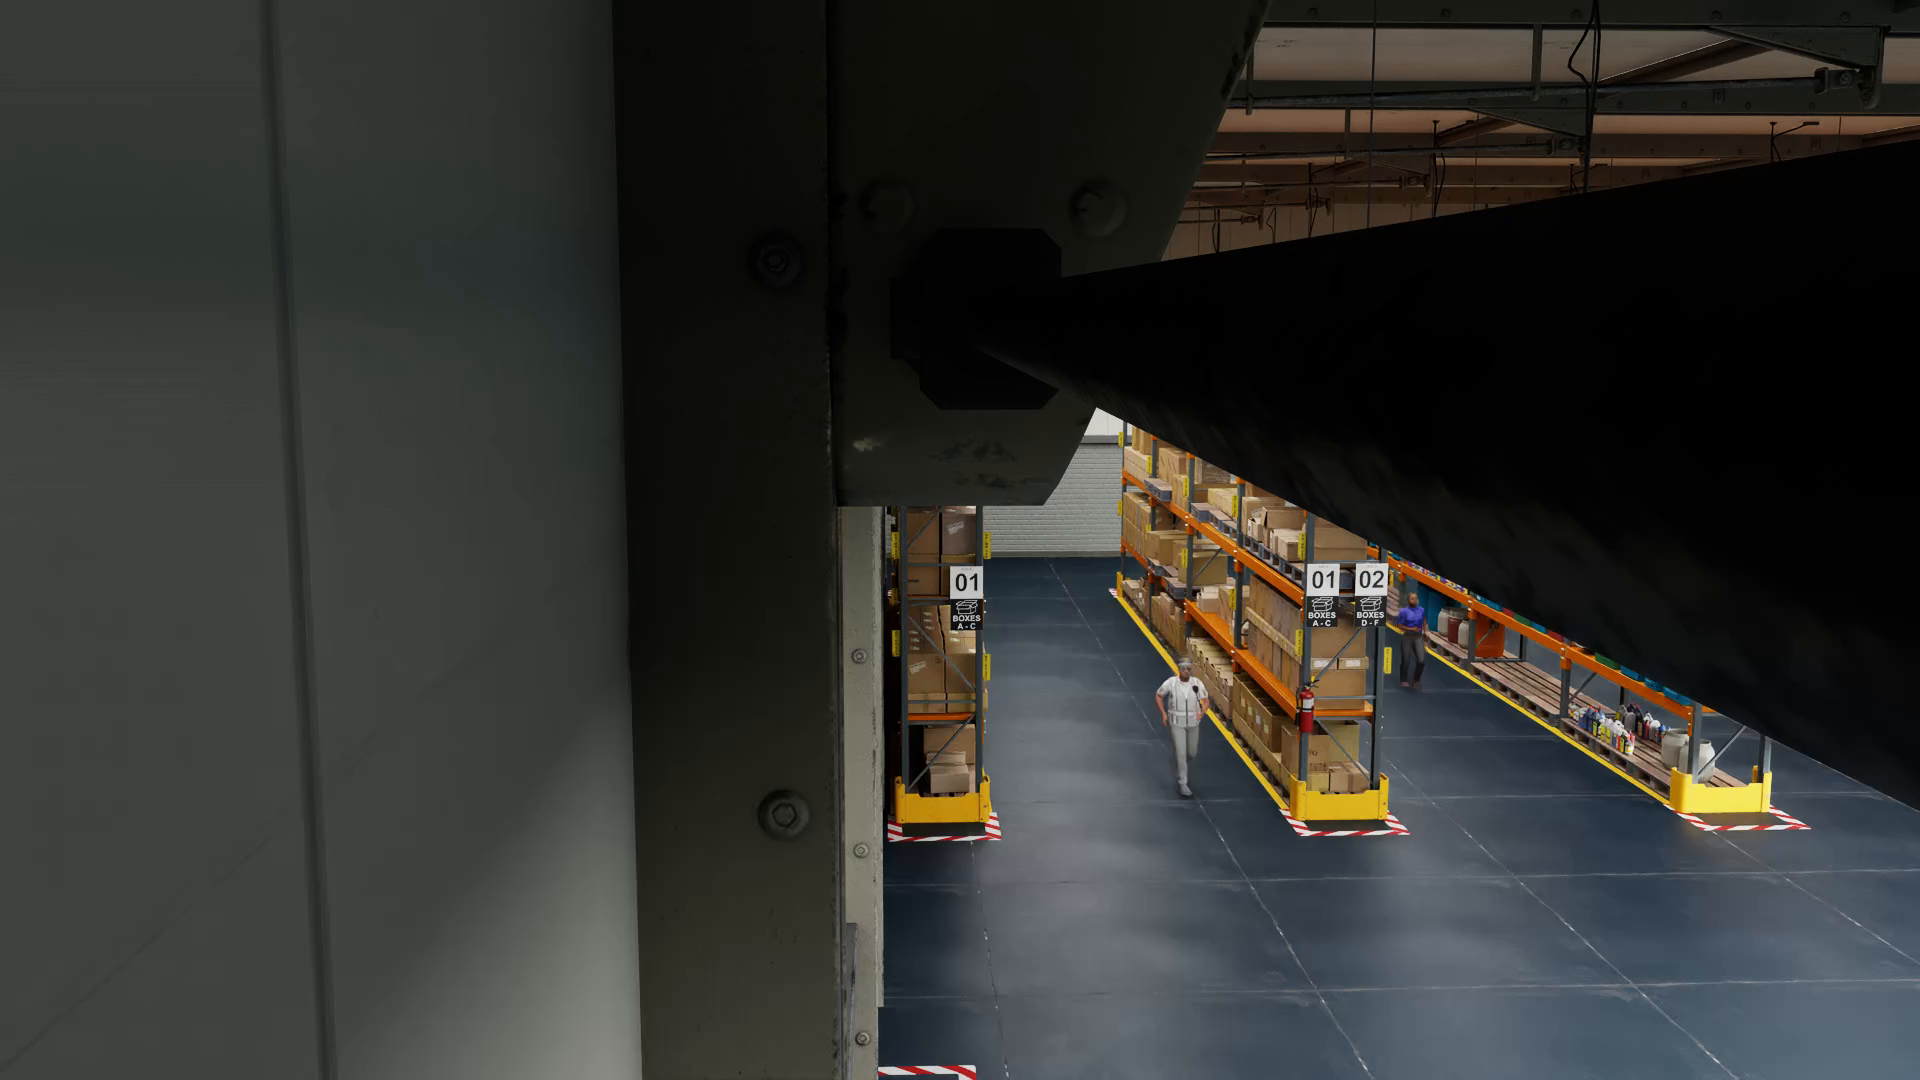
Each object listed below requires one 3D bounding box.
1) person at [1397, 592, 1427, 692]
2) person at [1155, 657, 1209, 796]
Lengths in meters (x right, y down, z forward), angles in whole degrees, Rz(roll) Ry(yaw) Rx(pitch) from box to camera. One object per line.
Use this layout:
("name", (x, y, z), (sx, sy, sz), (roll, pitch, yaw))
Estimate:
("person", (7.461, 1.681, 27.374), (0.544, 1.664, 0.688), (0, 8, -2))
("person", (2.932, 2.390, 21.857), (0.690, 1.759, 0.907), (-1, 8, -6))
